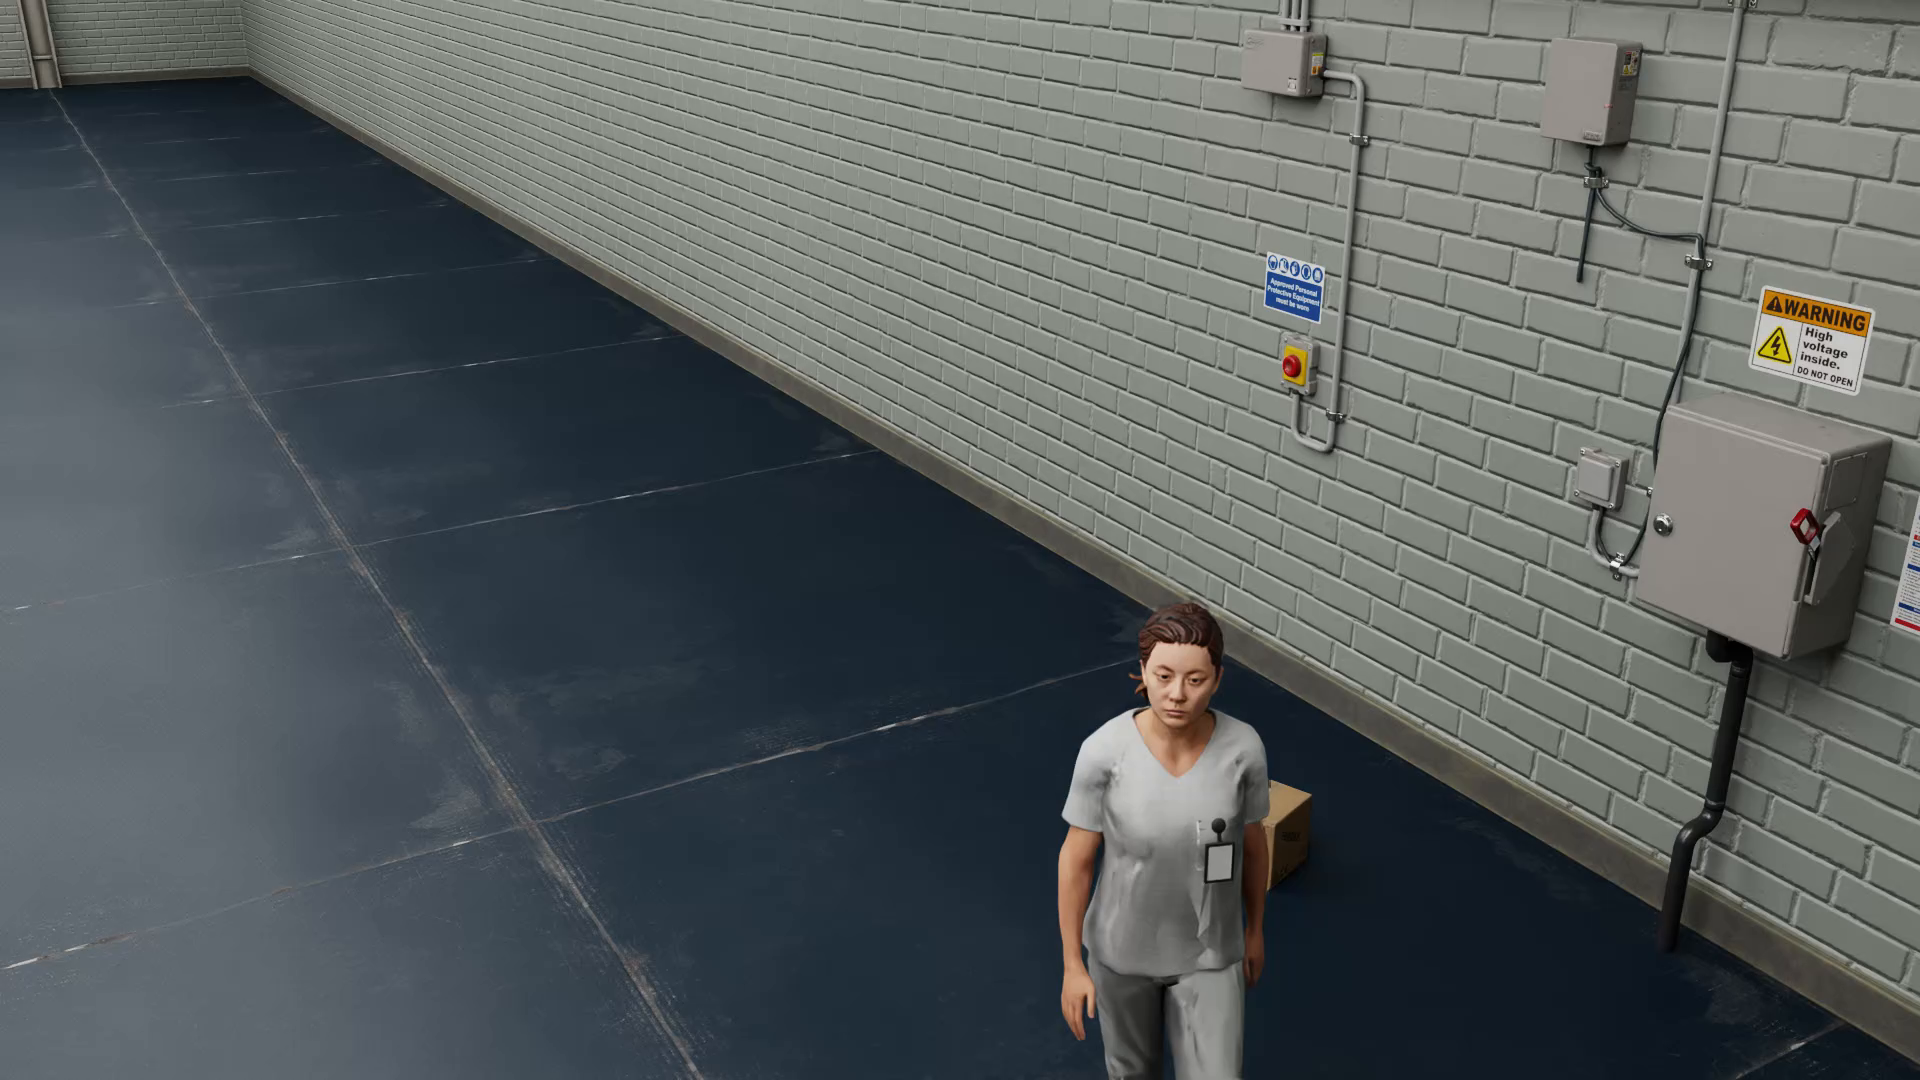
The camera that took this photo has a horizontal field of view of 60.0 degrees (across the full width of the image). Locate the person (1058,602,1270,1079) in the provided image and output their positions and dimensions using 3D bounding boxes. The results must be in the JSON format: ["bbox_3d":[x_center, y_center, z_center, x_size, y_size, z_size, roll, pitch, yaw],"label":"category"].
[{"bbox_3d":[0.452,0.969,3.699,0.478,1.710,0.713,2,22,5],"label":"person"}]
